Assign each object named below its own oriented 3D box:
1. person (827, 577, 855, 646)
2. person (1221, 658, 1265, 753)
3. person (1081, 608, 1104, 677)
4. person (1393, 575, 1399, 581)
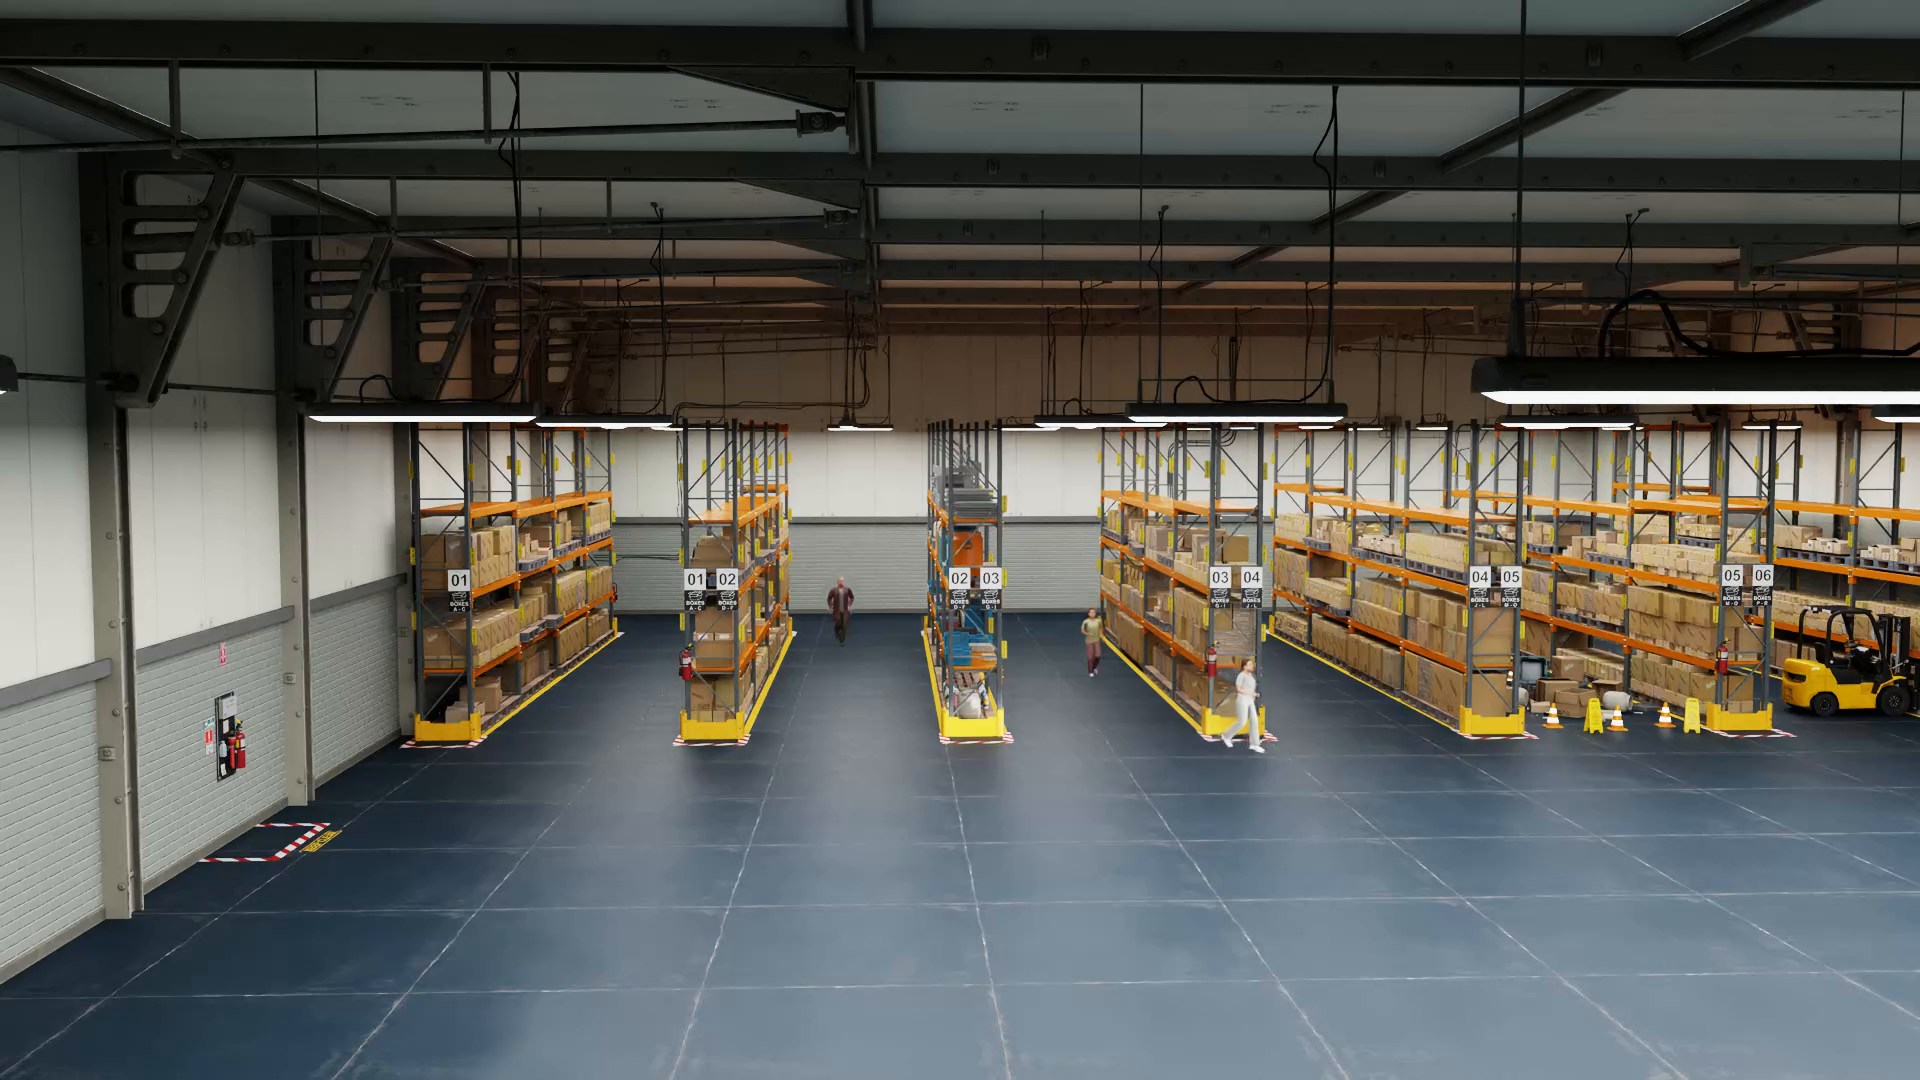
[{"bbox_3d":[-3.059,1.834,42.774,0.709,1.752,0.683,-1,4,-10],"label":"person"},{"bbox_3d":[5.130,2.963,30.030,0.851,1.686,0.588,3,5,38],"label":"person"},{"bbox_3d":[3.111,2.397,38.818,0.565,1.632,0.559,0,4,-6],"label":"person"},{"bbox_3d":[12.880,1.709,49.347,0.590,1.730,0.670,0,4,-2],"label":"person"}]
